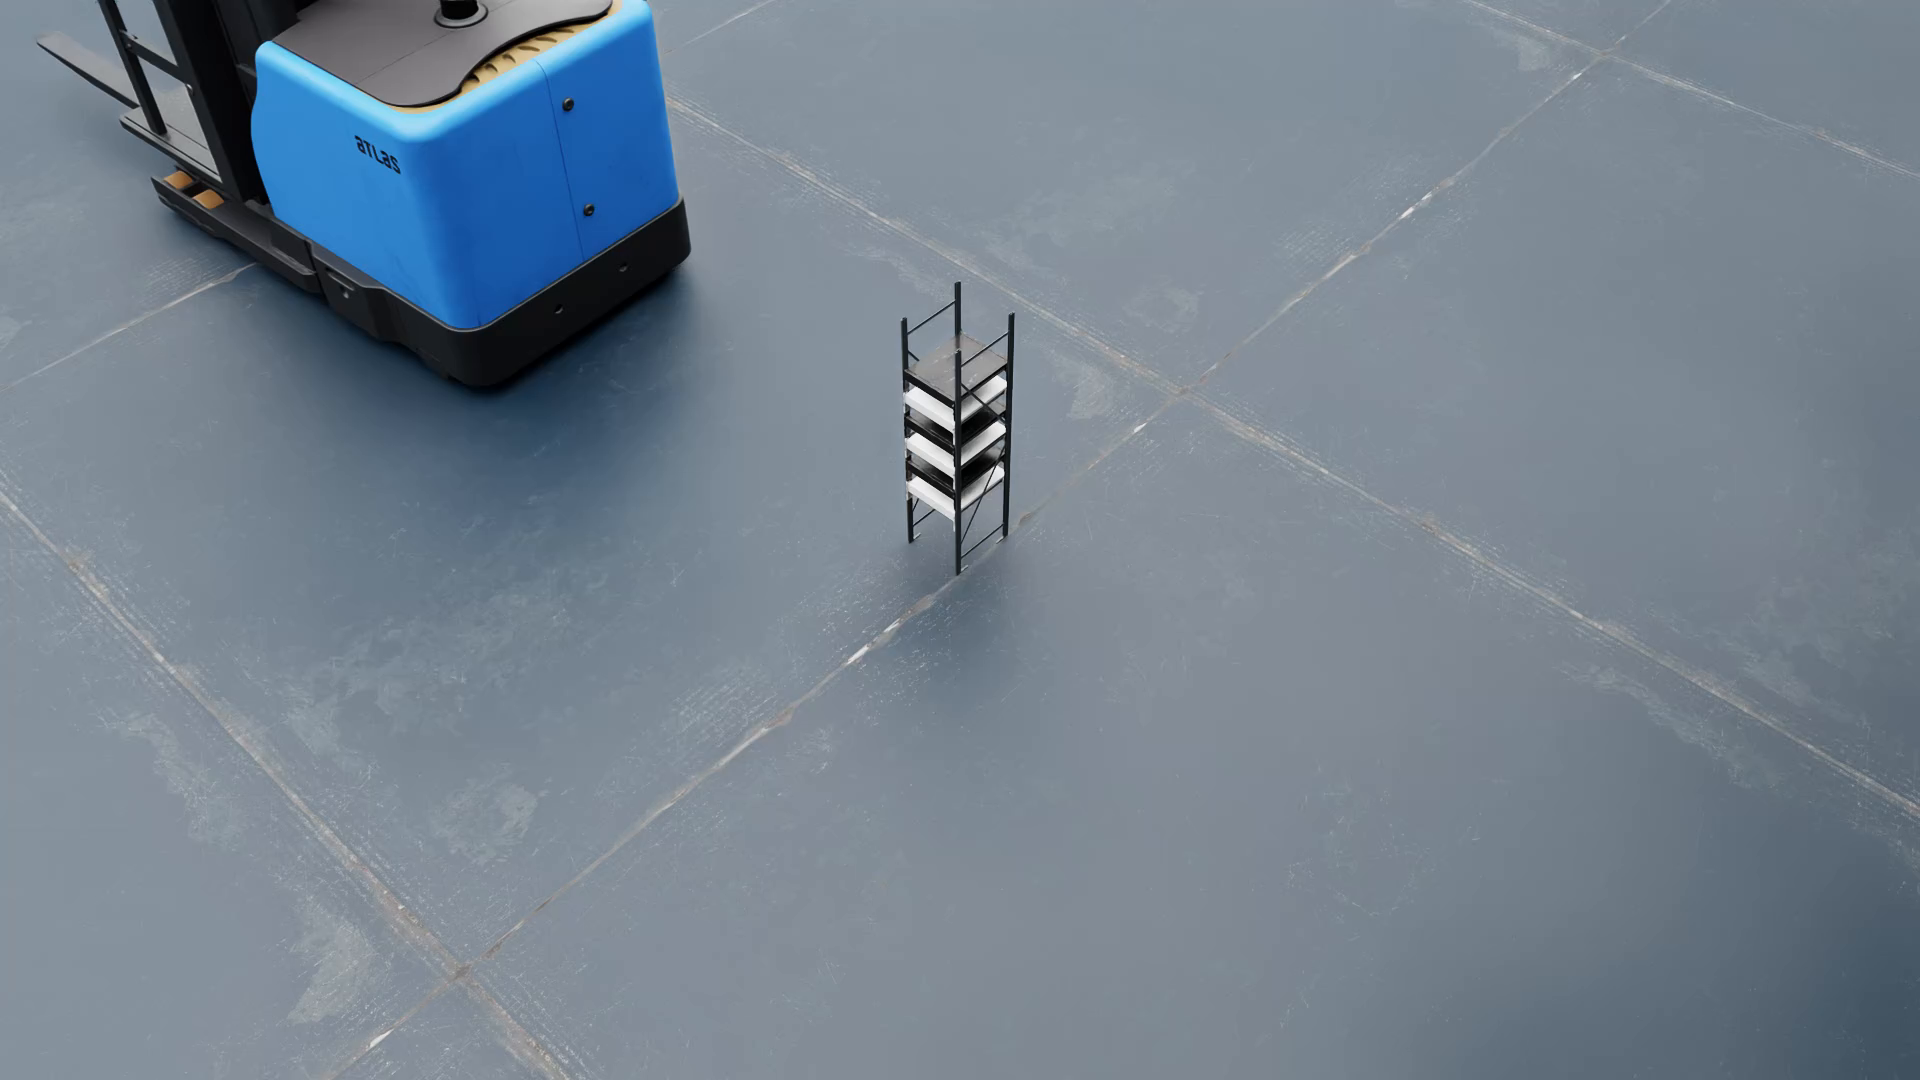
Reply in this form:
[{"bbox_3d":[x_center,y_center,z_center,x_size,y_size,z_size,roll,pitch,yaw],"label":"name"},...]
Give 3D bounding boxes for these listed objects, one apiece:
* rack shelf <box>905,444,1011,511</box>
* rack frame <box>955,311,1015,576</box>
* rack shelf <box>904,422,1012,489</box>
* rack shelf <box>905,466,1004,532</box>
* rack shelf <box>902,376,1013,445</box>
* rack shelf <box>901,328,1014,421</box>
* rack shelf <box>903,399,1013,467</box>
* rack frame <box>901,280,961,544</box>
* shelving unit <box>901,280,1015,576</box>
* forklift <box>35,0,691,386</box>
[{"bbox_3d":[-0.006,-0.228,5.016,0.200,0.077,0.258,34,55,28],"label":"rack shelf"},{"bbox_3d":[0.069,-0.262,4.879,0.006,0.900,0.240,34,55,28],"label":"rack frame"},{"bbox_3d":[-0.006,-0.289,4.950,0.200,0.077,0.258,34,55,28],"label":"rack shelf"},{"bbox_3d":[-0.006,-0.166,5.081,0.200,0.077,0.258,34,55,28],"label":"rack shelf"},{"bbox_3d":[-0.006,-0.412,4.819,0.200,0.077,0.258,34,55,28],"label":"rack shelf"},{"bbox_3d":[-0.006,-0.474,4.753,0.200,0.077,0.258,34,55,28],"label":"rack shelf"},{"bbox_3d":[-0.006,-0.351,4.884,0.200,0.077,0.258,34,55,28],"label":"rack shelf"},{"bbox_3d":[-0.081,-0.362,4.973,0.006,0.900,0.240,34,55,28],"label":"rack frame"},{"bbox_3d":[-0.006,-0.312,4.926,0.210,0.900,0.258,34,55,28],"label":"shelving unit"},{"bbox_3d":[-2.459,-2.435,5.526,3.031,2.935,1.130,31,54,26],"label":"forklift"}]
